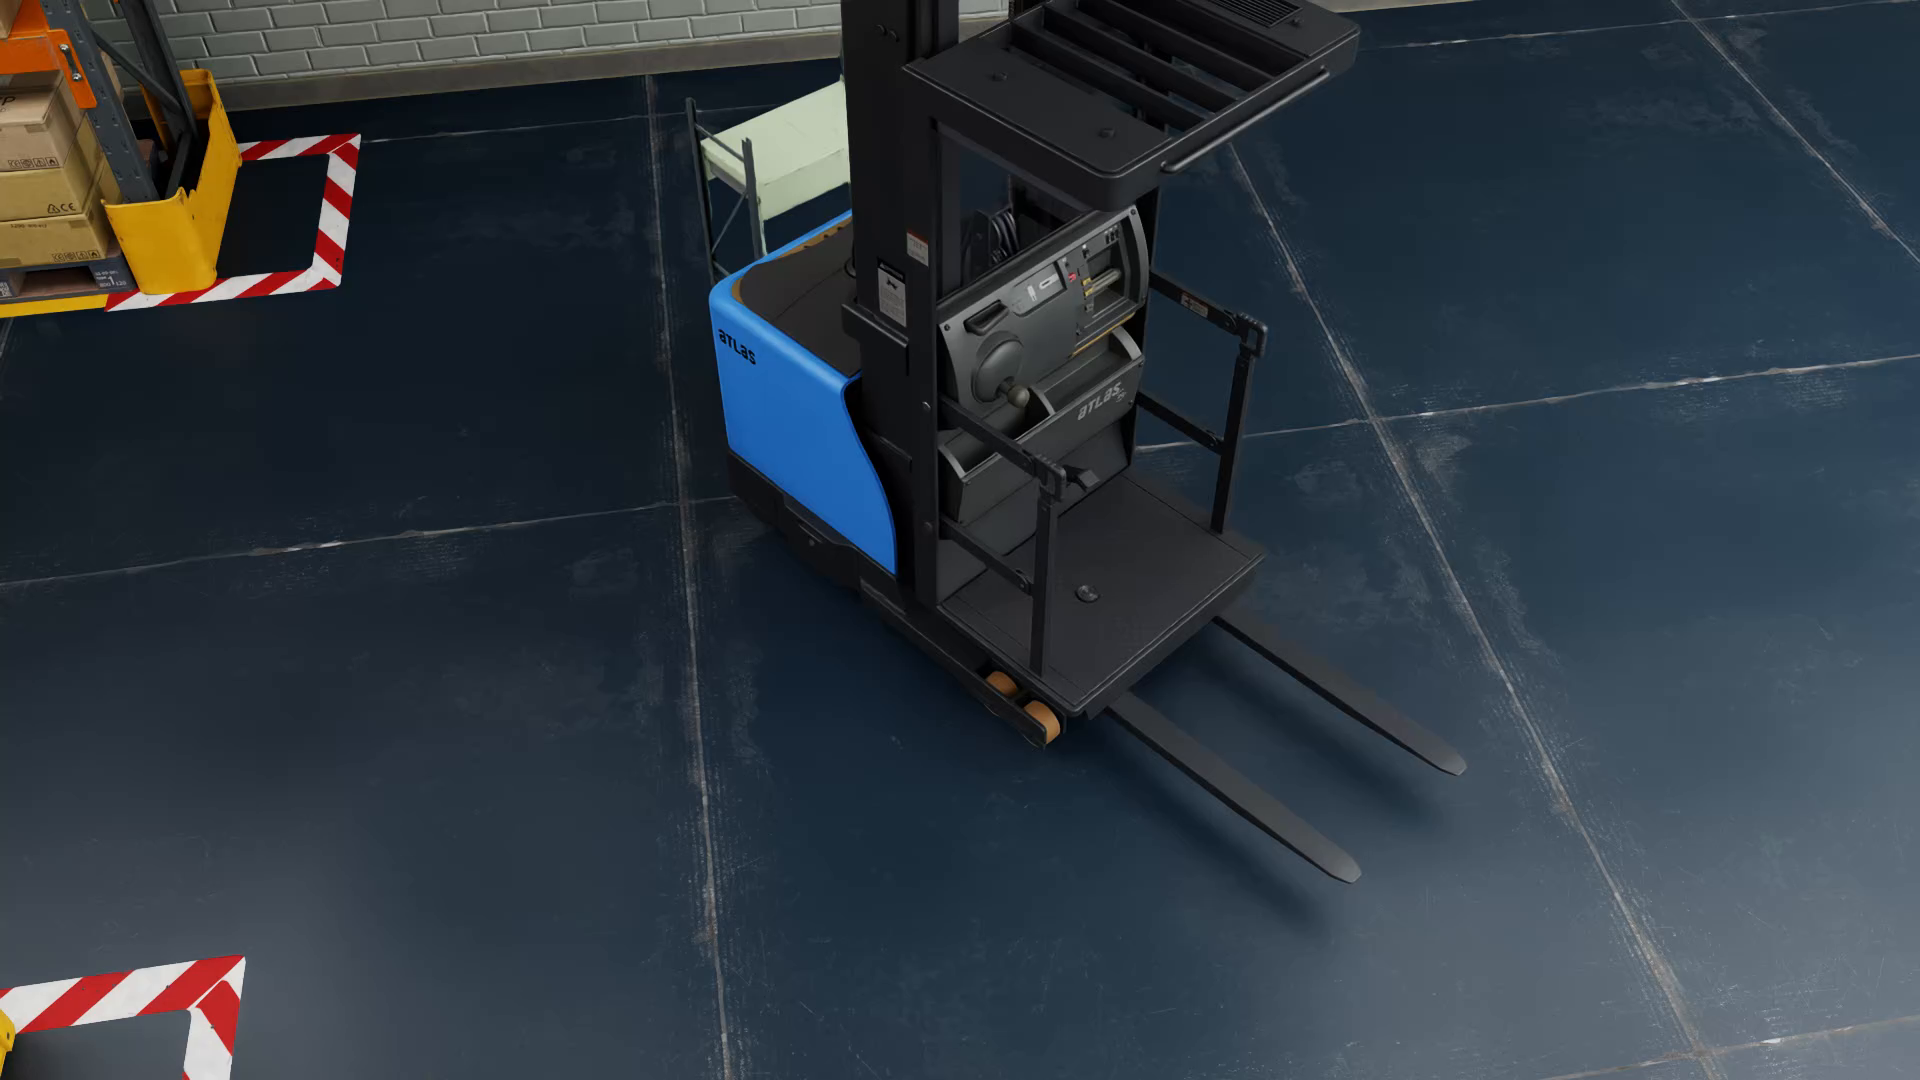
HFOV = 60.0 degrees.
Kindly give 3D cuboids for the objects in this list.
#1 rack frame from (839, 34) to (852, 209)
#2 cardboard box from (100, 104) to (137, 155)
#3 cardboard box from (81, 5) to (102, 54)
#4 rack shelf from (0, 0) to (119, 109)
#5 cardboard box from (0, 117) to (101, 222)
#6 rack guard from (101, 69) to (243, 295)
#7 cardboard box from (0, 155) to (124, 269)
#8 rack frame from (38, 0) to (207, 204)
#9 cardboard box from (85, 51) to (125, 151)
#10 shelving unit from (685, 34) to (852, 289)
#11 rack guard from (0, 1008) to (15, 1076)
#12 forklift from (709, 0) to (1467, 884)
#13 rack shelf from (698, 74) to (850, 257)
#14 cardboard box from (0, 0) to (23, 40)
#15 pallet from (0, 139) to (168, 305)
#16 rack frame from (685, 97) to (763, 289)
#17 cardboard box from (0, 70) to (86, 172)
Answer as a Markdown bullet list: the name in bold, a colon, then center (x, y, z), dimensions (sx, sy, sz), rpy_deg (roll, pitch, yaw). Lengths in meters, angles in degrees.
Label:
- **rack frame**: center (-0.337, -1.377, 7.032), dimensions (0.023, 1.500, 0.400), rpy_deg (-32, 53, -27)
- **cardboard box**: center (-4.356, -1.894, 8.109), dimensions (0.500, 0.250, 0.500), rpy_deg (-7, 46, -7)
- **cardboard box**: center (-4.345, -2.237, 7.746), dimensions (0.500, 0.250, 0.500), rpy_deg (-8, 47, -7)
- **rack shelf**: center (-5.810, -2.128, 7.217), dimensions (4.000, 0.370, 1.077), rpy_deg (-7, 46, -7)
- **cardboard box**: center (-4.265, -1.707, 7.582), dimensions (0.500, 0.250, 0.500), rpy_deg (-8, 47, -7)
- **rack guard**: center (-3.815, -1.759, 8.098), dimensions (0.348, 0.500, 1.175), rpy_deg (-7, 46, -7)
- **cardboard box**: center (-4.248, -1.533, 7.762), dimensions (0.500, 0.250, 0.500), rpy_deg (-7, 46, -7)
- **rack frame**: center (-3.839, -2.623, 7.195), dimensions (0.127, 3.000, 1.000), rpy_deg (-7, 46, -7)
- **cardboard box**: center (-4.338, -2.078, 7.940), dimensions (0.500, 0.250, 0.500), rpy_deg (-6, 46, -6)
- **shelving unit**: center (-0.615, -1.206, 6.868), dimensions (0.755, 1.500, 0.431), rpy_deg (-32, 53, -27)
- **rack guard**: center (-3.064, 1.775, 4.693), dimensions (0.348, 0.500, 1.175), rpy_deg (-7, 46, -7)
- **forklift**: center (0.440, -0.695, 5.385), dimensions (1.130, 2.935, 3.031), rpy_deg (-35, 56, -29)
- **rack shelf**: center (-0.618, -1.479, 6.589), dimensions (0.720, 0.370, 0.431), rpy_deg (-32, 53, -27)
- **cardboard box**: center (-4.279, -2.411, 6.921), dimensions (0.500, 0.500, 0.500), rpy_deg (-8, 47, -8)
- **pallet**: center (-4.585, -1.532, 8.080), dimensions (1.213, 0.211, 1.003), rpy_deg (-7, 46, -7)
- **rack frame**: center (-0.894, -1.035, 6.703), dimensions (0.023, 1.500, 0.400), rpy_deg (-32, 53, -27)
- **cardboard box**: center (-4.239, -1.884, 7.406), dimensions (0.500, 0.250, 0.500), rpy_deg (-6, 46, -5)
